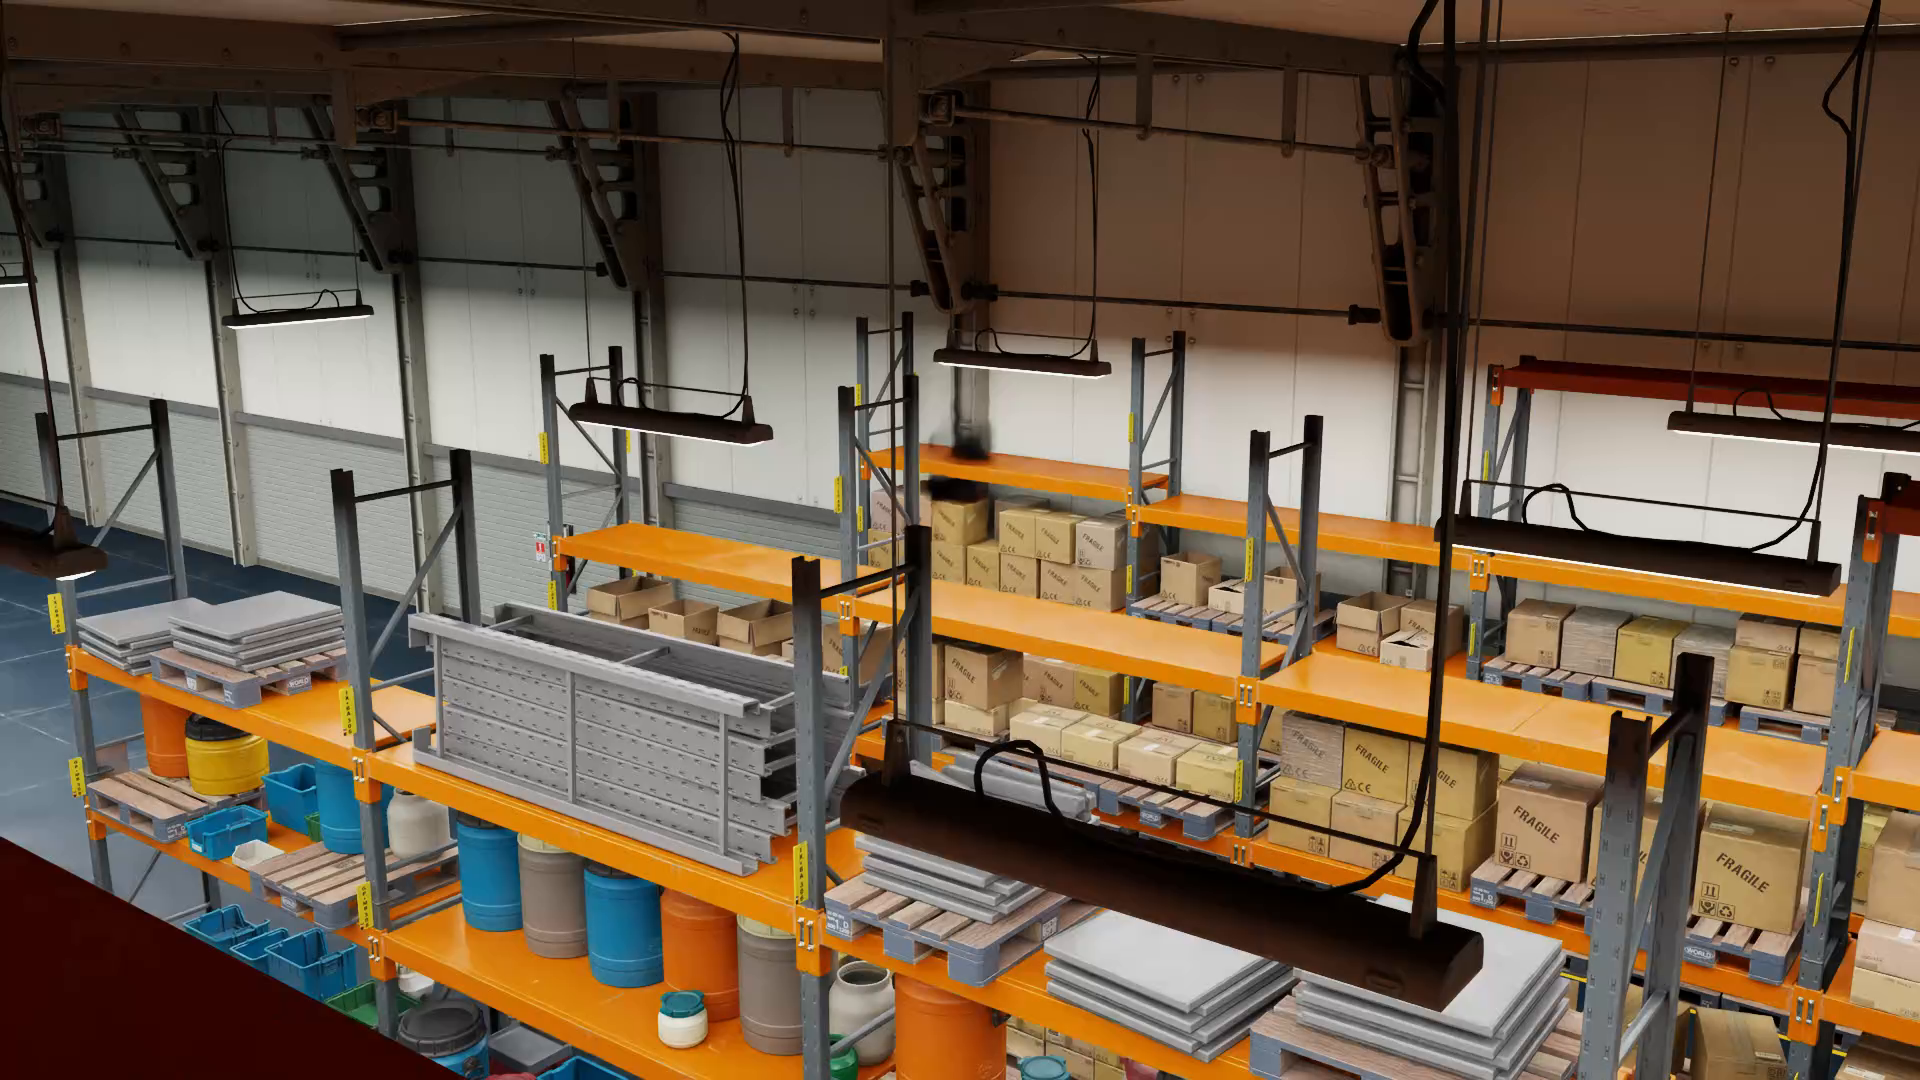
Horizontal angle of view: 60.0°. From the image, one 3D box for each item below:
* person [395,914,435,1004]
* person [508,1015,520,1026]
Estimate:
[{"bbox_3d":[-4.770,3.939,14.593,0.848,1.655,0.626,9,16,33],"label":"person"},{"bbox_3d":[-3.840,3.901,14.603,0.671,1.731,0.729,6,14,25],"label":"person"}]
